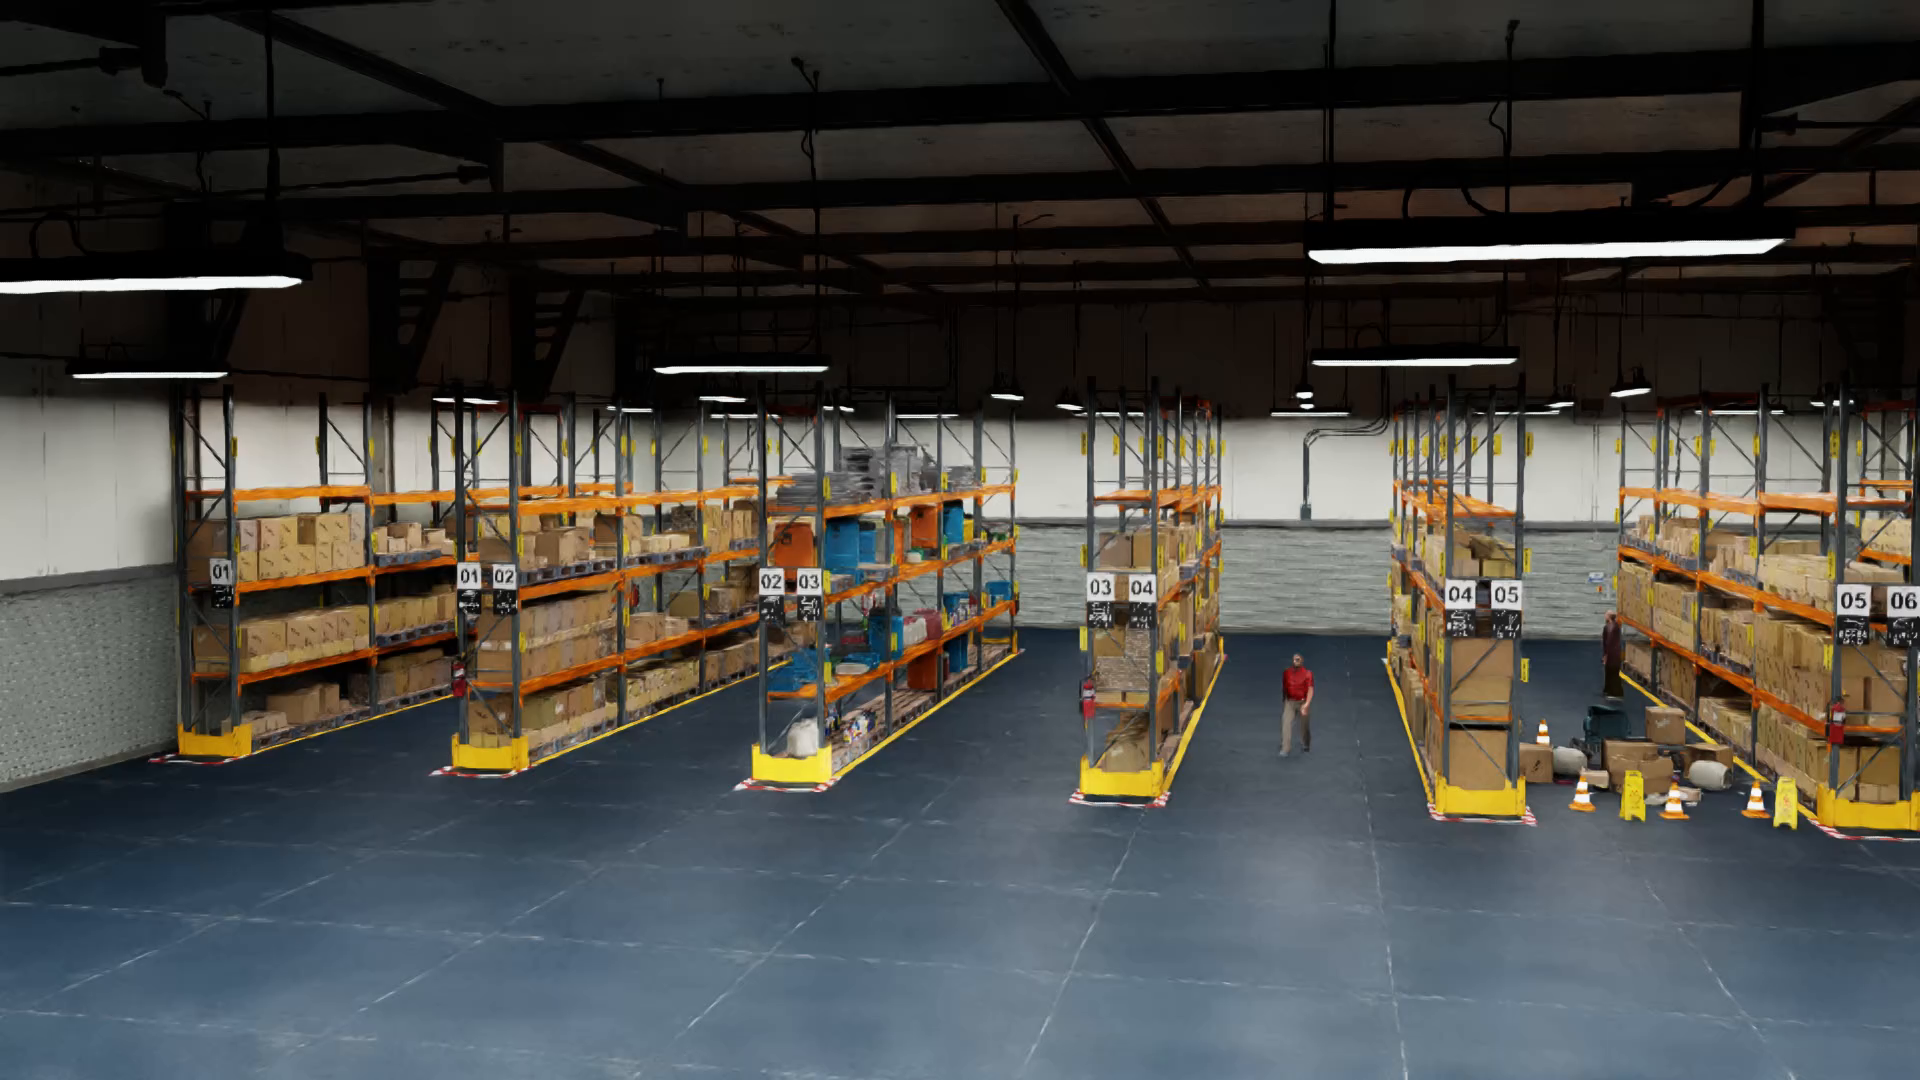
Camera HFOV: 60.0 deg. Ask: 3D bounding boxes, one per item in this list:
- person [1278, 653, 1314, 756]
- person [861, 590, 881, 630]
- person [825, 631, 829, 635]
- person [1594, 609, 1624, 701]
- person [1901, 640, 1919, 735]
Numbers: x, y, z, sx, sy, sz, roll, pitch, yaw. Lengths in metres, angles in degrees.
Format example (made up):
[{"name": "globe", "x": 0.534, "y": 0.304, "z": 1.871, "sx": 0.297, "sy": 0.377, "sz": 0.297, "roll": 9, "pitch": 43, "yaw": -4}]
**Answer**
[{"name": "person", "x": 5.459, "y": 2.651, "z": 26.891, "sx": 0.532, "sy": 1.659, "sz": 1.040, "roll": 1, "pitch": 3, "yaw": 21}, {"name": "person", "x": -2.192, "y": 1.856, "z": 40.722, "sx": 0.567, "sy": 1.736, "sz": 1.044, "roll": 1, "pitch": 3, "yaw": 11}, {"name": "person", "x": -3.956, "y": 1.643, "z": 43.942, "sx": 0.778, "sy": 1.768, "sz": 0.614, "roll": -3, "pitch": 4, "yaw": -39}, {"name": "person", "x": 12.831, "y": 2.256, "z": 32.853, "sx": 0.608, "sy": 1.776, "sz": 0.657, "roll": 2, "pitch": 4, "yaw": 31}, {"name": "person", "x": 16.593, "y": 2.532, "z": 28.985, "sx": 0.554, "sy": 1.664, "sz": 0.585, "roll": 2, "pitch": 4, "yaw": 37}]
